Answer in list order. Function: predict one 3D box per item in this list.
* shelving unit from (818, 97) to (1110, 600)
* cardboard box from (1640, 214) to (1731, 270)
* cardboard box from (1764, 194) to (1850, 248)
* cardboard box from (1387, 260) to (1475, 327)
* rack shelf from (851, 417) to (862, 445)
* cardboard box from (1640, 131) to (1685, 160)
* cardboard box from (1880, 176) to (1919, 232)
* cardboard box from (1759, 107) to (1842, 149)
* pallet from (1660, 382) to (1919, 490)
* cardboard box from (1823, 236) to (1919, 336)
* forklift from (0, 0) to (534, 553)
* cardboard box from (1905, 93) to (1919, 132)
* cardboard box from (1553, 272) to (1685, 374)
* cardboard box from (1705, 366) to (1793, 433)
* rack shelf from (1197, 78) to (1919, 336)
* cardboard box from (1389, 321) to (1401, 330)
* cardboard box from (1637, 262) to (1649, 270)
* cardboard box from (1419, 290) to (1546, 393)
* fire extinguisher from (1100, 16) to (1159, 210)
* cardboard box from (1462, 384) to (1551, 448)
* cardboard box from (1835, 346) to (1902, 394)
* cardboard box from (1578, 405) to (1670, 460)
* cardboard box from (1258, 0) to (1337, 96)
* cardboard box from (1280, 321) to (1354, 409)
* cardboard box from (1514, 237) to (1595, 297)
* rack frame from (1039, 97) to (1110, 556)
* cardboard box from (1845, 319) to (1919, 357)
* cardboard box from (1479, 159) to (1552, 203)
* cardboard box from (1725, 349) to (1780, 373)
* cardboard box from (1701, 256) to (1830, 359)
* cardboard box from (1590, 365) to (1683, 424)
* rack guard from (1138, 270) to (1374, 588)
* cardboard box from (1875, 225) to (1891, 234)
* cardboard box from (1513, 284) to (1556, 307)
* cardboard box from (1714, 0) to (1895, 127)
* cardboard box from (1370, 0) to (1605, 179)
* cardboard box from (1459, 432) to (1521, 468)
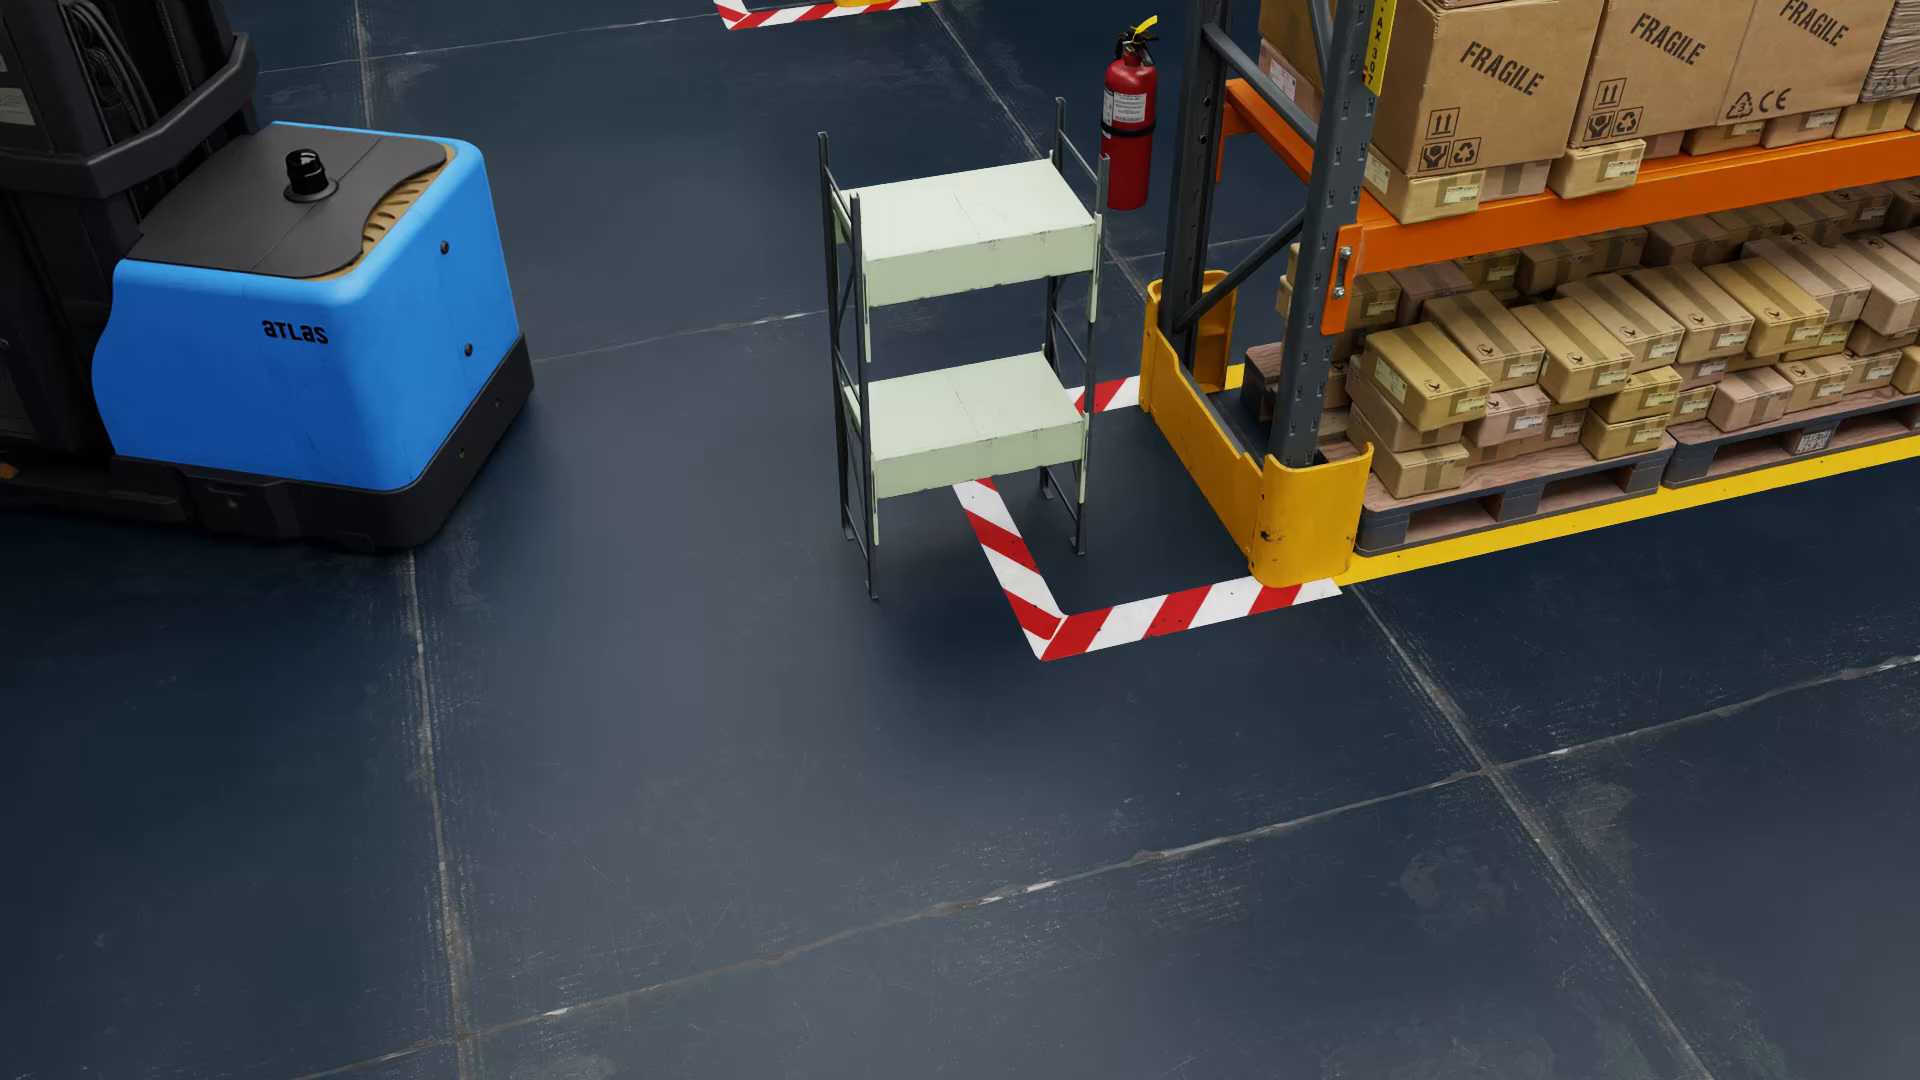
[{"bbox_3d":[0.006,-0.566,5.258,0.755,1.500,0.431,-12,42,-13],"label":"shelving unit"},{"bbox_3d":[2.616,-1.141,6.172,0.250,0.149,0.380,-13,43,-14],"label":"cardboard box"},{"bbox_3d":[3.105,-1.235,6.279,0.250,0.149,0.380,-13,43,-15],"label":"cardboard box"},{"bbox_3d":[1.617,-0.928,5.928,0.250,0.149,0.380,-11,42,-12],"label":"cardboard box"},{"bbox_3d":[0.006,-0.374,5.426,0.664,0.071,0.332,-12,42,-13],"label":"rack shelf"},{"bbox_3d":[2.048,-1.339,5.194,0.250,0.149,0.380,-10,42,-11],"label":"cardboard box"},{"bbox_3d":[3.607,-1.340,6.399,0.250,0.149,0.380,-13,43,-14],"label":"cardboard box"},{"bbox_3d":[2.558,-1.409,5.273,0.250,0.149,0.380,-12,43,-14],"label":"cardboard box"},{"bbox_3d":[2.951,-0.685,6.373,1.213,0.211,1.003,-12,42,-13],"label":"pallet"},{"bbox_3d":[3.264,-0.904,5.901,0.250,0.149,0.380,-13,43,-15],"label":"cardboard box"},{"bbox_3d":[-3.185,-1.522,5.313,3.031,2.867,1.129,8,42,9],"label":"forklift"},{"bbox_3d":[3.075,-1.481,5.356,0.250,0.149,0.380,-11,42,-12],"label":"cardboard box"},{"bbox_3d":[2.251,-0.742,5.715,0.250,0.149,0.380,-14,43,-15],"label":"cardboard box"},{"bbox_3d":[2.742,-0.573,5.974,0.250,0.149,0.380,-14,43,-15],"label":"cardboard box"},{"bbox_3d":[2.839,-1.467,5.696,4.000,0.370,1.077,-12,42,-13],"label":"rack shelf"},{"bbox_3d":[1.615,-0.840,6.054,0.250,0.149,0.380,-13,43,-14],"label":"cardboard box"},{"bbox_3d":[2.584,-1.076,6.323,0.250,0.149,0.380,-10,42,-11],"label":"cardboard box"},{"bbox_3d":[1.760,-0.672,5.634,0.250,0.149,0.380,-11,42,-12],"label":"cardboard box"},{"bbox_3d":[0.553,-1.413,5.430,0.183,0.674,0.296,-12,42,-13],"label":"fire extinguisher"},{"bbox_3d":[1.786,-0.500,5.664,0.250,0.149,0.380,-12,43,-13],"label":"cardboard box"},{"bbox_3d":[3.219,-0.712,6.133,0.250,0.149,0.380,-11,42,-12],"label":"cardboard box"},{"bbox_3d":[2.264,-0.468,5.854,0.250,0.149,0.380,-11,42,-13],"label":"cardboard box"},{"bbox_3d":[1.283,-1.743,5.163,0.500,0.500,0.500,-11,42,-12],"label":"cardboard box"},{"bbox_3d":[1.371,-0.662,6.076,0.250,0.149,0.380,-11,42,-12],"label":"cardboard box"},{"bbox_3d":[2.092,-1.071,6.091,0.250,0.149,0.380,-13,43,-15],"label":"cardboard box"},{"bbox_3d":[0.355,-0.638,5.341,0.023,1.500,0.400,-12,42,-13],"label":"rack frame"},{"bbox_3d":[3.270,-0.852,6.067,0.250,0.149,0.380,-14,43,-15],"label":"cardboard box"},{"bbox_3d":[1.569,-1.183,5.015,0.250,0.149,0.380,-10,42,-12],"label":"cardboard box"},{"bbox_3d":[2.741,-0.778,5.983,0.250,0.149,0.380,-10,42,-11],"label":"cardboard box"},{"bbox_3d":[2.783,-0.814,5.797,0.250,0.149,0.380,-11,42,-12],"label":"cardboard box"},{"bbox_3d":[2.271,-0.587,5.763,0.250,0.149,0.380,-10,42,-12],"label":"cardboard box"},{"bbox_3d":[1.004,-0.416,5.846,0.348,0.500,1.175,-12,42,-13],"label":"rack guard"},{"bbox_3d":[3.610,-1.230,6.500,0.250,0.149,0.380,-14,43,-15],"label":"cardboard box"},{"bbox_3d":[2.132,-0.915,6.139,0.250,0.149,0.380,-12,43,-14],"label":"cardboard box"},{"bbox_3d":[2.417,-1.618,5.020,0.500,0.500,0.500,-11,42,-12],"label":"cardboard box"},{"bbox_3d":[1.443,-1.408,4.779,0.500,0.500,0.500,-10,42,-11],"label":"cardboard box"},{"bbox_3d":[1.752,-0.433,5.813,0.250,0.149,0.380,-12,43,-13],"label":"cardboard box"}]
